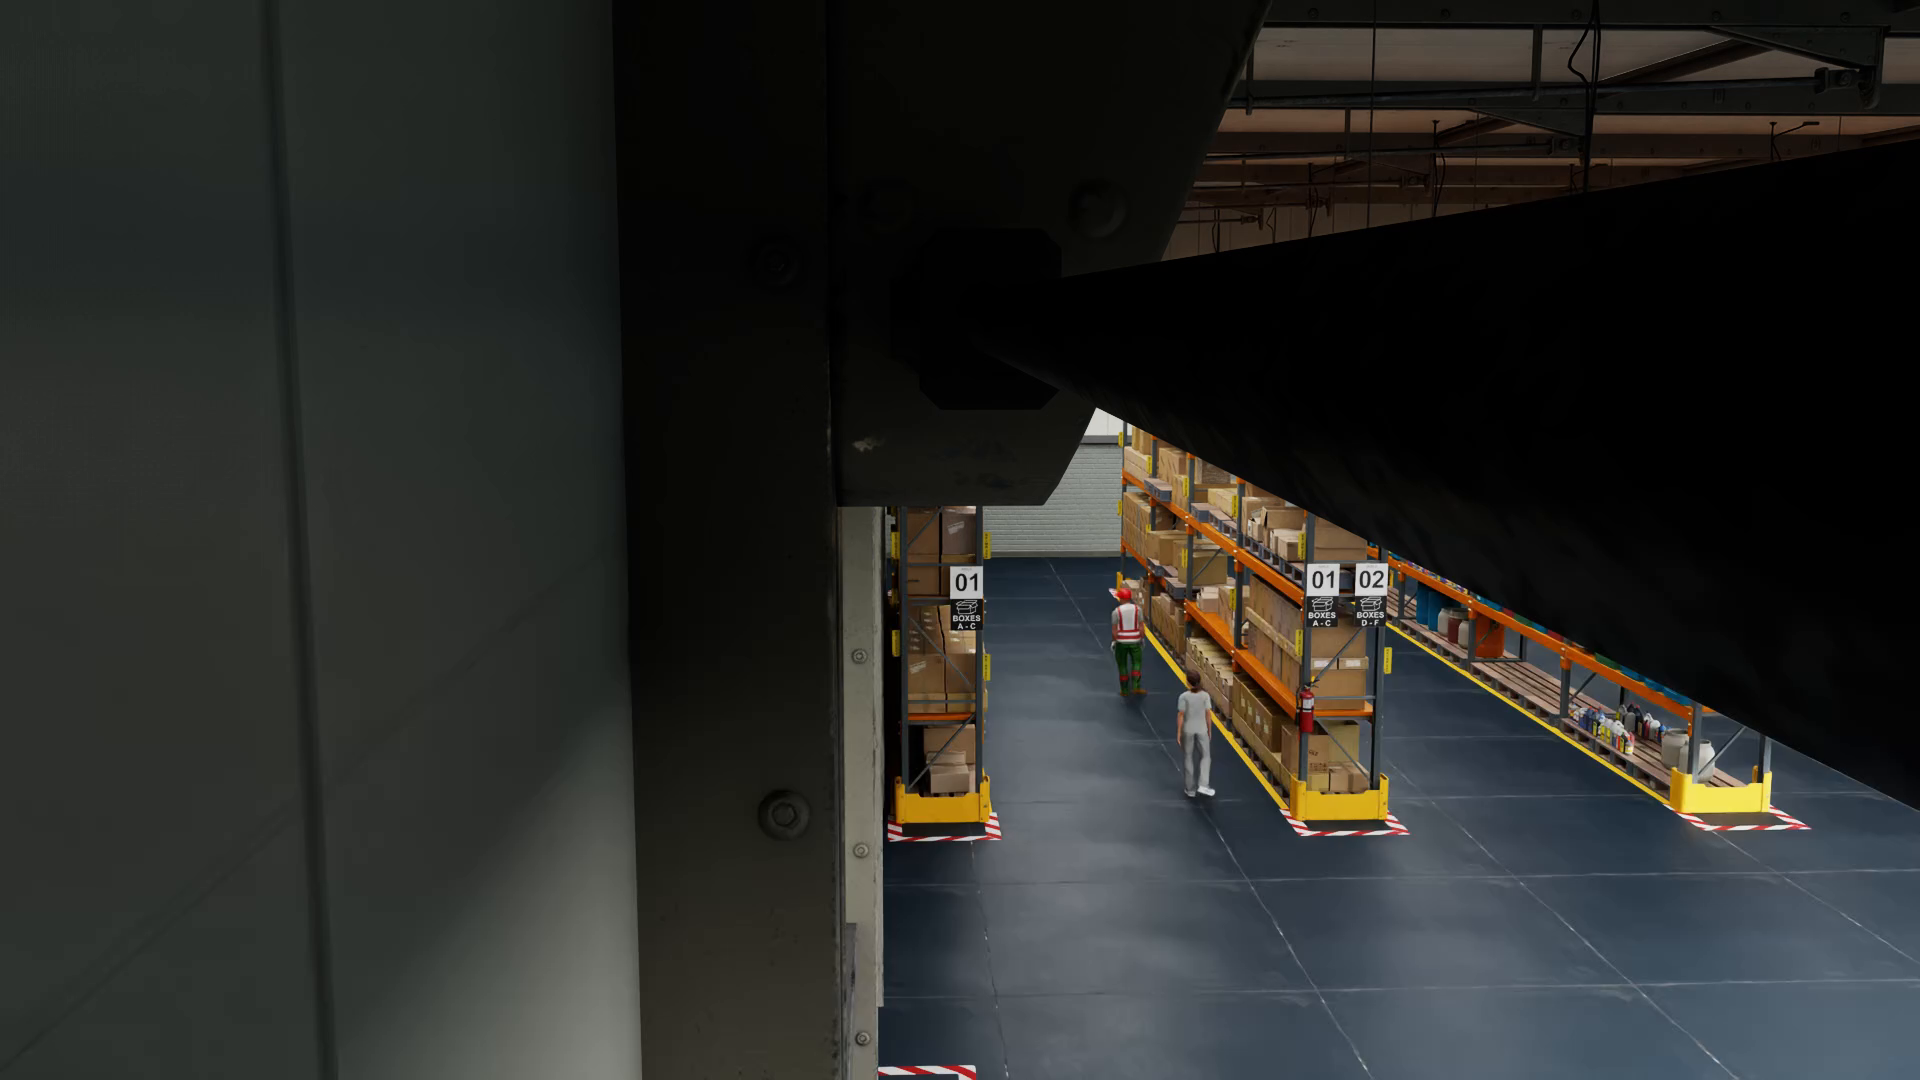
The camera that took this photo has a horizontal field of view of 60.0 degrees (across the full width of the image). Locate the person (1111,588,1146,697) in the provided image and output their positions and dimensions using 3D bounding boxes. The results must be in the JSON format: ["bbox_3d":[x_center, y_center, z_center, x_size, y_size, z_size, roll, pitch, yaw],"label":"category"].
[{"bbox_3d":[2.735,1.669,26.978,0.572,1.788,0.517,-1,8,-9],"label":"person"}]

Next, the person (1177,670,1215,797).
[{"bbox_3d":[3.039,2.506,21.476,0.495,1.669,0.520,-1,8,-4],"label":"person"}]
